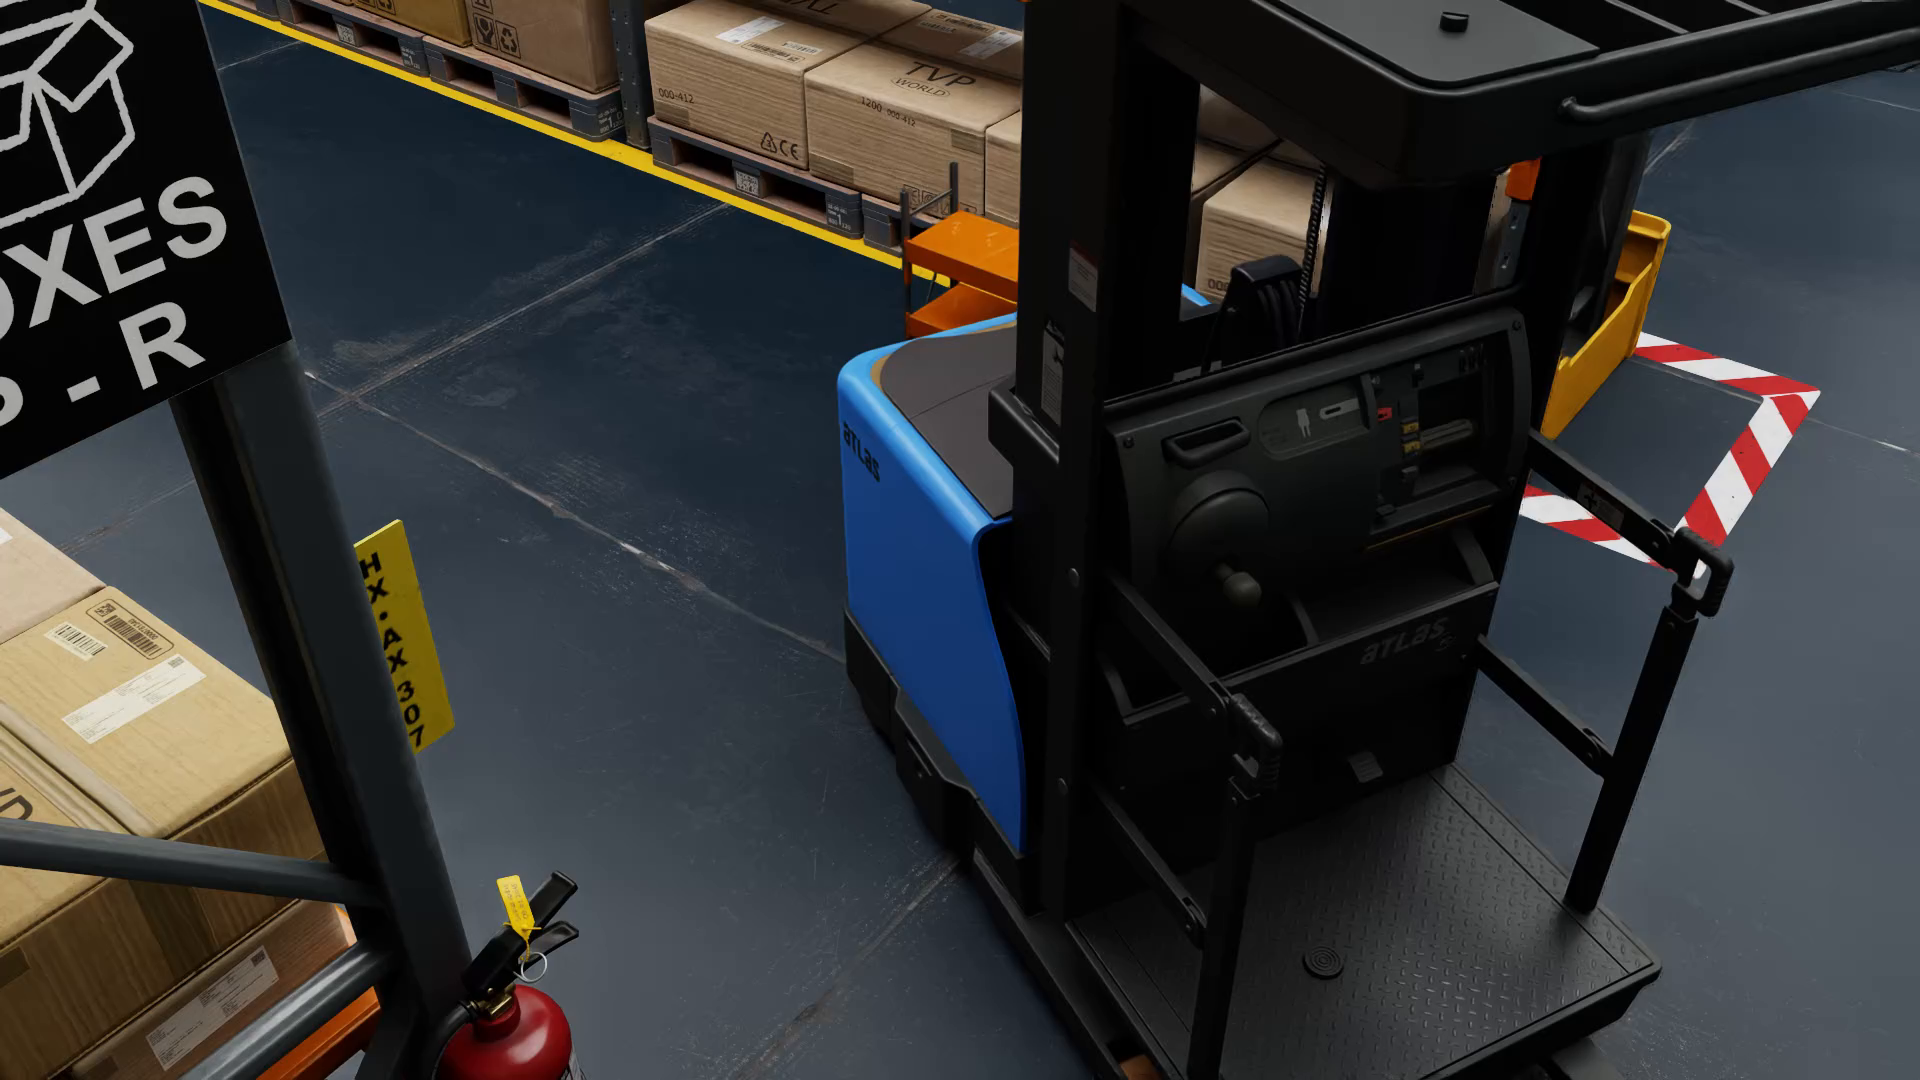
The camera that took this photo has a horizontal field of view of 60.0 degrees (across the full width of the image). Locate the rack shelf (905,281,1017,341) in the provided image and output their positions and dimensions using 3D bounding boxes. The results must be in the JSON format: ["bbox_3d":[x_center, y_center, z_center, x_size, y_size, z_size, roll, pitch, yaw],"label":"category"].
[{"bbox_3d":[0.110,-0.561,4.739,0.480,0.148,0.258,25,45,29],"label":"rack shelf"}]

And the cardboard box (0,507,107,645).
[{"bbox_3d":[-1.590,0.187,2.459,0.500,0.250,0.500,26,45,29],"label":"cardboard box"}]

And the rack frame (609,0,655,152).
[{"bbox_3d":[-1.157,-3.195,6.897,0.127,3.000,1.000,25,45,29],"label":"rack frame"}]

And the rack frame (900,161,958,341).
[{"bbox_3d":[-0.084,-0.529,4.952,0.015,1.200,0.240,25,45,29],"label":"rack frame"}]

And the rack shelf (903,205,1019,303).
[{"bbox_3d":[0.110,-0.747,4.593,0.480,0.148,0.258,25,45,29],"label":"rack shelf"}]

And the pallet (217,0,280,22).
[{"bbox_3d":[-3.754,-3.263,9.246,1.213,0.211,1.003,25,45,29],"label":"pallet"}]

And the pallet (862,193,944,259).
[{"bbox_3d":[0.372,-1.317,6.761,1.213,0.211,1.003,25,45,29],"label":"pallet"}]

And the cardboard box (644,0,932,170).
[{"bbox_3d":[-0.724,-2.064,7.190,0.875,0.438,0.875,25,44,28],"label":"cardboard box"}]

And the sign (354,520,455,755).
[{"bbox_3d":[-0.663,0.129,1.950,0.005,0.325,0.100,25,45,29],"label":"sign"}]

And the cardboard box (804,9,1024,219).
[{"bbox_3d":[-0.013,-1.729,6.762,0.875,0.438,0.875,24,44,27],"label":"cardboard box"}]

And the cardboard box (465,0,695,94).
[{"bbox_3d":[-1.699,-2.717,7.669,0.875,0.875,0.875,27,45,30],"label":"cardboard box"}]

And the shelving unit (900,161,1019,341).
[{"bbox_3d":[0.110,-0.438,4.836,0.503,1.200,0.258,25,45,29],"label":"shelving unit"}]

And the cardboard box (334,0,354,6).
[{"bbox_3d":[-3.131,-3.386,8.525,0.875,0.875,0.875,26,45,29],"label":"cardboard box"}]

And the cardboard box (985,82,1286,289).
[{"bbox_3d":[0.703,-1.390,6.330,0.875,0.438,0.875,27,45,30],"label":"cardboard box"}]

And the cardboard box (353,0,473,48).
[{"bbox_3d":[-2.421,-3.051,8.097,0.875,0.875,0.875,27,45,30],"label":"cardboard box"}]

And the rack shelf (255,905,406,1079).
[{"bbox_3d":[-2.581,0.269,3.056,4.000,0.370,1.077,25,45,29],"label":"rack shelf"}]

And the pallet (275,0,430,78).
[{"bbox_3d":[-2.789,-2.806,8.662,1.213,0.211,1.003,25,45,29],"label":"pallet"}]

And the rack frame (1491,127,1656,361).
[{"bbox_3d":[2.020,-1.697,4.984,0.127,3.000,1.000,25,45,29],"label":"rack frame"}]

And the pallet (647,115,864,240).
[{"bbox_3d":[-0.601,-1.774,7.344,1.213,0.211,1.003,25,45,29],"label":"pallet"}]

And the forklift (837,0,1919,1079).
[{"bbox_3d":[0.798,-0.081,2.976,1.130,2.935,3.031,-17,41,-21],"label":"forklift"}]

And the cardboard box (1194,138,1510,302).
[{"bbox_3d":[1.435,-1.051,5.897,0.875,0.438,0.875,24,44,27],"label":"cardboard box"}]

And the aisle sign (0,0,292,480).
[{"bbox_3d":[-0.760,-0.407,1.227,0.004,0.787,0.394,25,45,29],"label":"aisle sign"}]

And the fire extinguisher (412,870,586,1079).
[{"bbox_3d":[-0.595,0.741,2.235,0.183,0.674,0.296,25,45,29],"label":"fire extinguisher"}]

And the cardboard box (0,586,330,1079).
[{"bbox_3d":[-1.190,0.375,2.218,0.500,0.250,0.500,25,45,29],"label":"cardboard box"}]

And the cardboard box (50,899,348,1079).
[{"bbox_3d":[-1.087,0.577,2.284,0.250,0.149,0.380,25,44,28],"label":"cardboard box"}]

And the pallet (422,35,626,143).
[{"bbox_3d":[-1.816,-2.349,8.079,1.213,0.211,1.003,25,45,29],"label":"pallet"}]

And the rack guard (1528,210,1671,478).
[{"bbox_3d":[2.039,-0.703,5.743,0.348,0.500,1.175,25,45,29],"label":"rack guard"}]

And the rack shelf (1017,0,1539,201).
[{"bbox_3d":[0.431,-2.162,6.162,4.000,0.370,1.077,25,45,29],"label":"rack shelf"}]
